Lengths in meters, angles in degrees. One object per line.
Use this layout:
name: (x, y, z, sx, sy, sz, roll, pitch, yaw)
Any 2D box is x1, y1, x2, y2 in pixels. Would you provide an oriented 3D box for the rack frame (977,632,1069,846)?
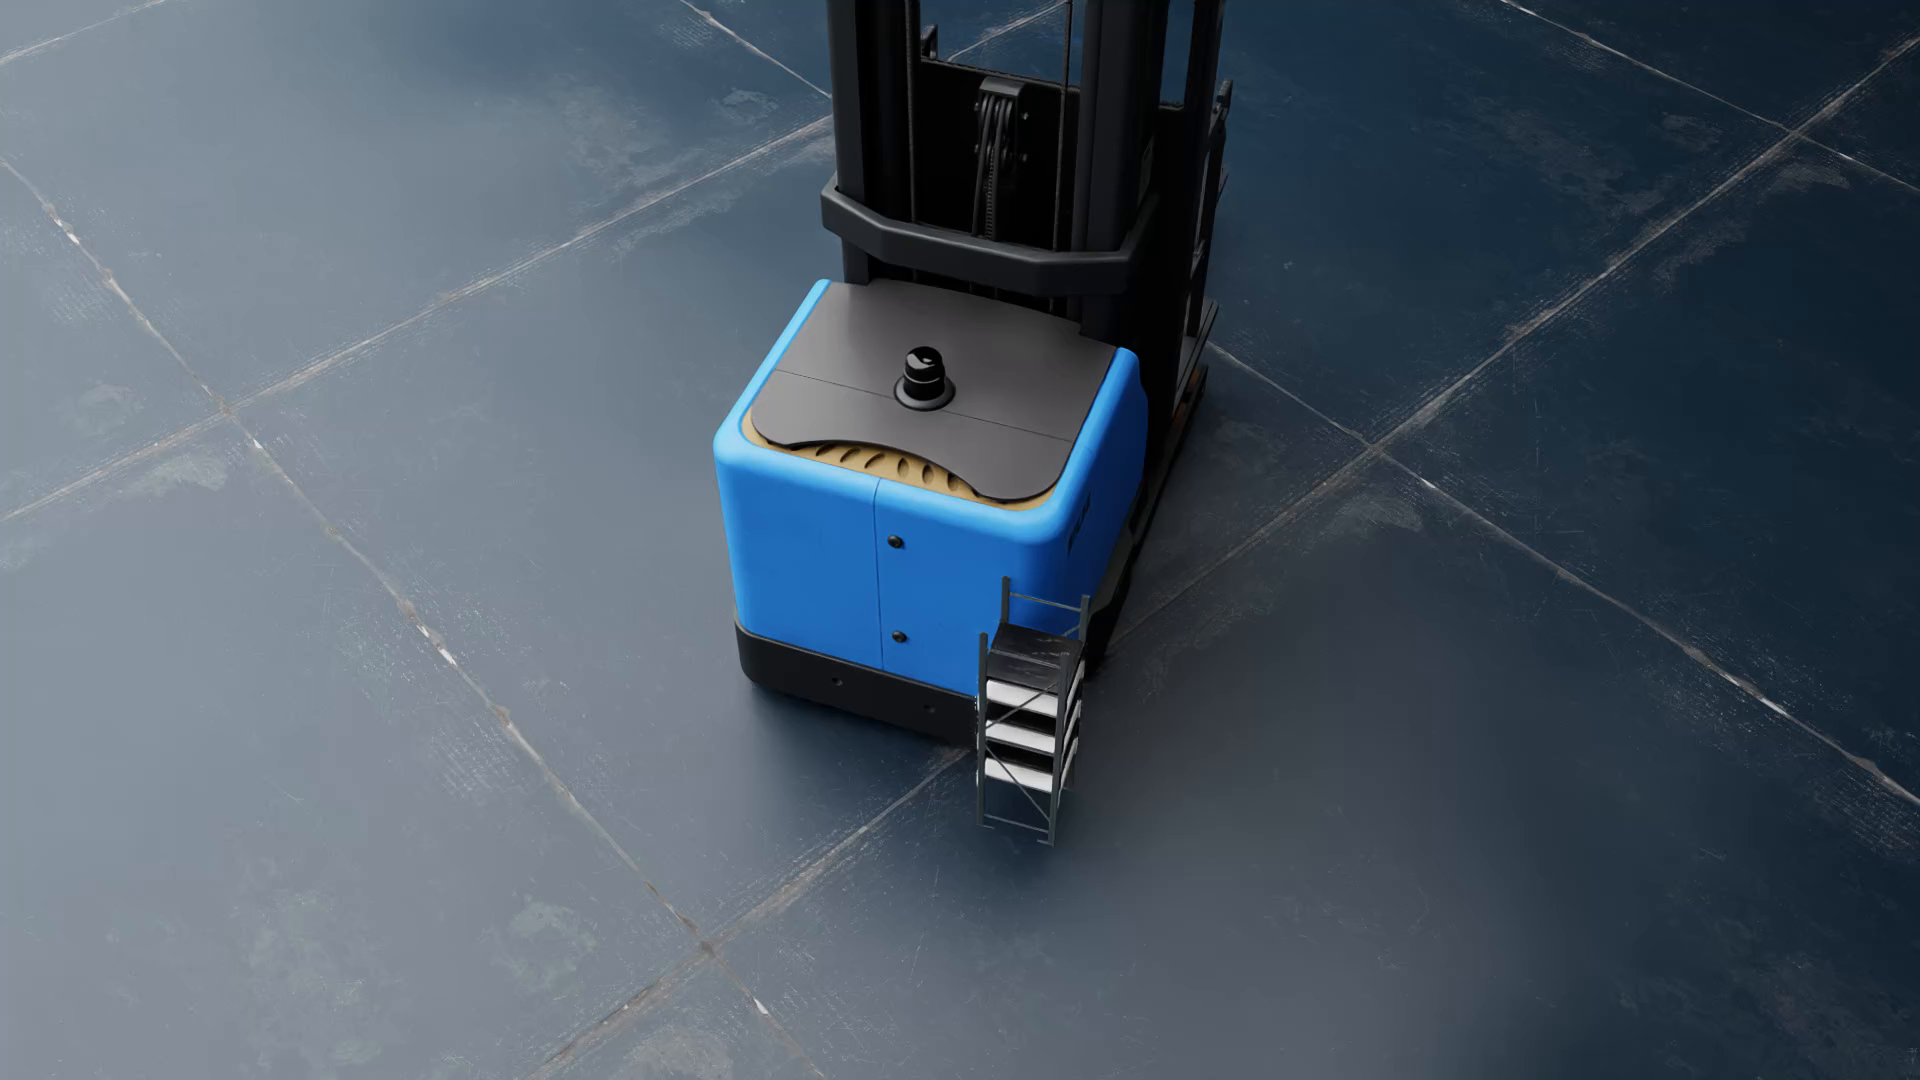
rack frame: (0.165, 0.571, 4.610, 0.240, 0.900, 0.006, 13, 49, 12)

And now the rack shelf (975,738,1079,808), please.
rack shelf: (0.196, 0.645, 4.833, 0.258, 0.077, 0.200, 13, 49, 12)

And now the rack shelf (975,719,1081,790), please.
rack shelf: (0.196, 0.584, 4.767, 0.258, 0.077, 0.200, 13, 49, 12)

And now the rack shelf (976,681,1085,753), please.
rack shelf: (0.196, 0.462, 4.634, 0.258, 0.077, 0.200, 13, 49, 12)

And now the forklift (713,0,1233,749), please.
forklift: (0.278, -1.432, 5.077, 1.130, 2.935, 3.031, 15, 49, 13)

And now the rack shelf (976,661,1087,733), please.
rack shelf: (0.196, 0.401, 4.568, 0.258, 0.077, 0.200, 13, 49, 12)

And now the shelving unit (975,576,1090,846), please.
shelving unit: (0.196, 0.500, 4.676, 0.258, 0.900, 0.210, 13, 49, 12)

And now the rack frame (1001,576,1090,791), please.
rack frame: (0.227, 0.429, 4.742, 0.240, 0.900, 0.006, 13, 49, 12)

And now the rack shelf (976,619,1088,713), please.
rack shelf: (0.196, 0.340, 4.502, 0.258, 0.077, 0.200, 13, 49, 12)

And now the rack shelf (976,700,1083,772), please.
rack shelf: (0.196, 0.523, 4.701, 0.258, 0.077, 0.200, 13, 49, 12)
